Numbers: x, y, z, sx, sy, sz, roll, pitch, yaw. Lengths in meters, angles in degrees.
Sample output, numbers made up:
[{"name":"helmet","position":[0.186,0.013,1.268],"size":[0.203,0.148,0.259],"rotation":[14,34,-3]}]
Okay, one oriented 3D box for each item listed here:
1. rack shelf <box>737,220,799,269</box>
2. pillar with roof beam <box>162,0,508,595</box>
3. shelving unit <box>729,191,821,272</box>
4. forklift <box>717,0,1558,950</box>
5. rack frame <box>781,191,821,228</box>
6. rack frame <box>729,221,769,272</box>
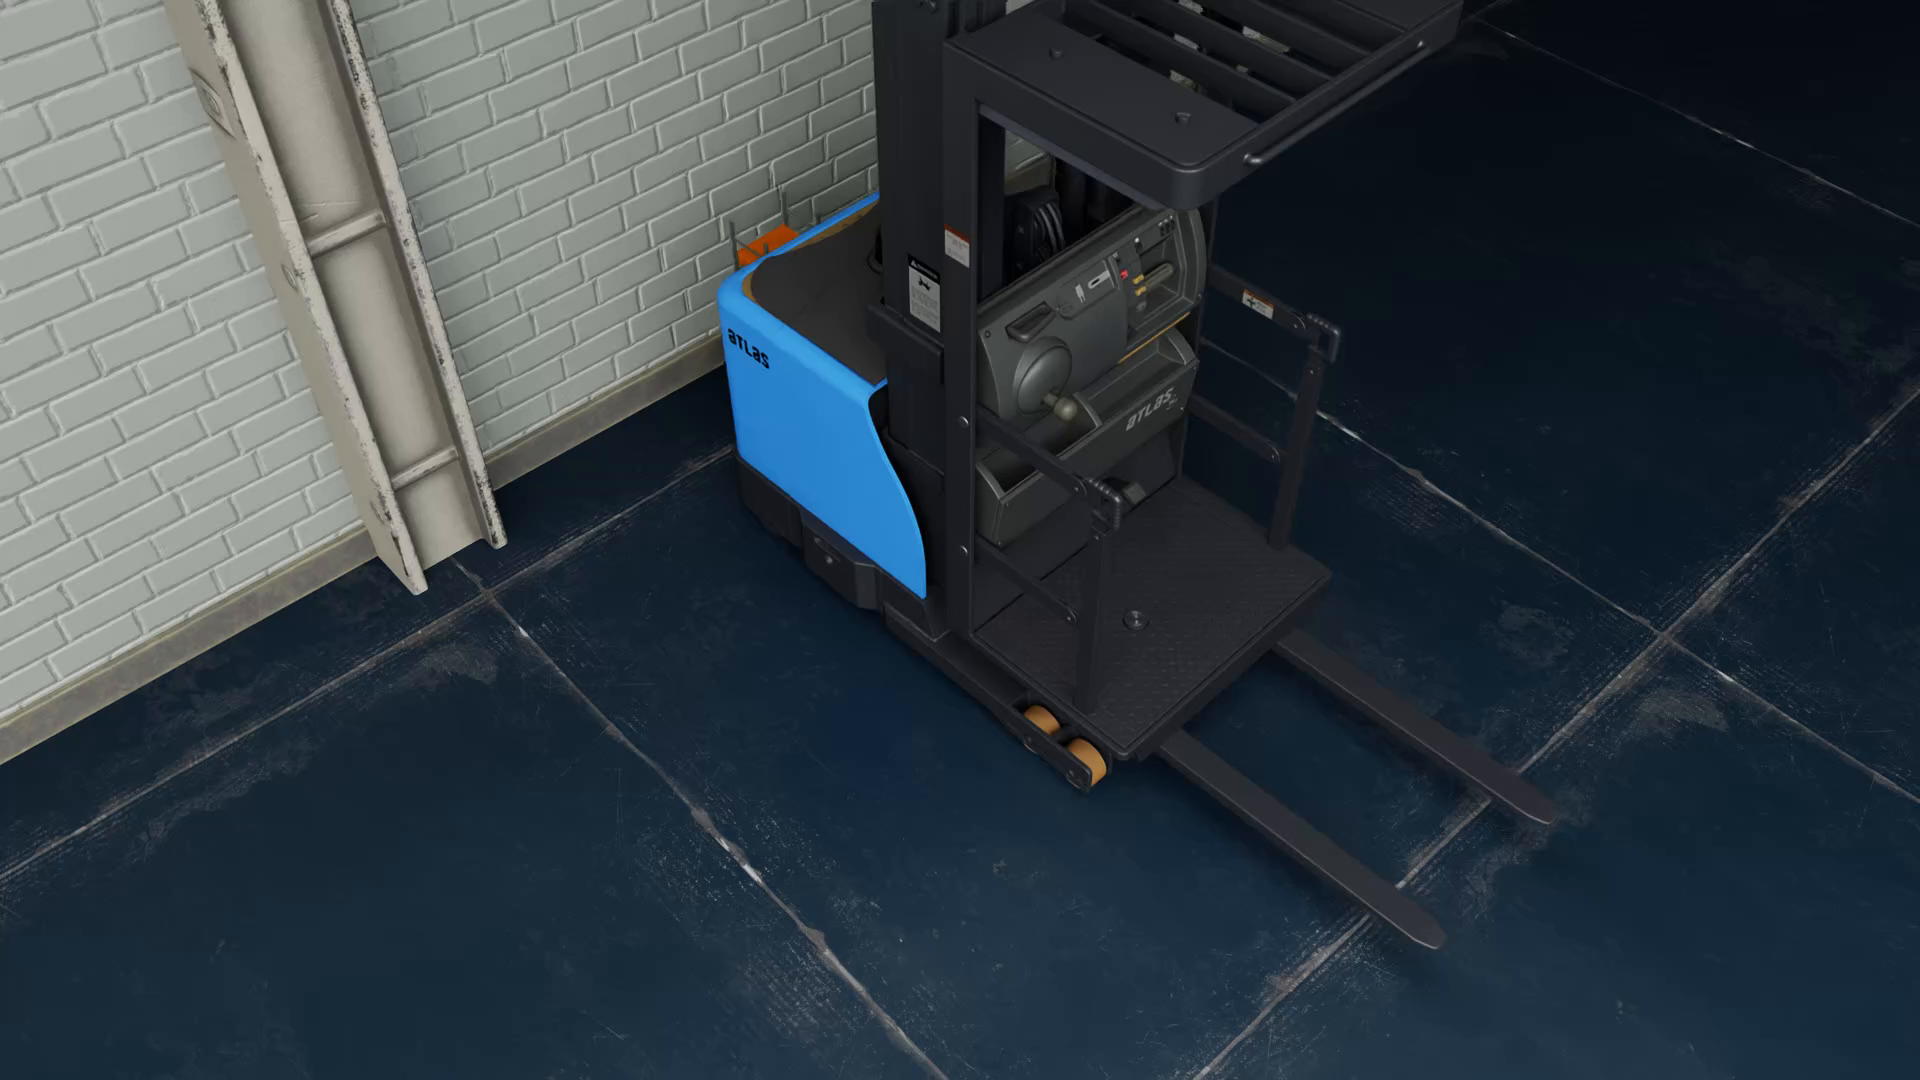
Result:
[{"name":"rack shelf","position":[-0.654,-0.966,6.056],"size":[0.215,0.259,0.240],"rotation":[36,57,28]},{"name":"pillar with roof beam","position":[0.953,-0.688,0.762],"size":[0.400,9.000,9.100],"rotation":[-34,56,-27]},{"name":"shelving unit","position":[-0.654,-0.781,6.256],"size":[0.215,1.050,0.252],"rotation":[36,57,28]},{"name":"forklift","position":[0.557,-0.610,4.818],"size":[1.130,2.935,3.031],"rotation":[-36,57,-29]},{"name":"rack frame","position":[-0.569,-0.845,6.315],"size":[0.200,1.050,0.008],"rotation":[36,57,28]},{"name":"rack frame","position":[-0.739,-0.717,6.197],"size":[0.200,1.050,0.008],"rotation":[36,57,28]}]
